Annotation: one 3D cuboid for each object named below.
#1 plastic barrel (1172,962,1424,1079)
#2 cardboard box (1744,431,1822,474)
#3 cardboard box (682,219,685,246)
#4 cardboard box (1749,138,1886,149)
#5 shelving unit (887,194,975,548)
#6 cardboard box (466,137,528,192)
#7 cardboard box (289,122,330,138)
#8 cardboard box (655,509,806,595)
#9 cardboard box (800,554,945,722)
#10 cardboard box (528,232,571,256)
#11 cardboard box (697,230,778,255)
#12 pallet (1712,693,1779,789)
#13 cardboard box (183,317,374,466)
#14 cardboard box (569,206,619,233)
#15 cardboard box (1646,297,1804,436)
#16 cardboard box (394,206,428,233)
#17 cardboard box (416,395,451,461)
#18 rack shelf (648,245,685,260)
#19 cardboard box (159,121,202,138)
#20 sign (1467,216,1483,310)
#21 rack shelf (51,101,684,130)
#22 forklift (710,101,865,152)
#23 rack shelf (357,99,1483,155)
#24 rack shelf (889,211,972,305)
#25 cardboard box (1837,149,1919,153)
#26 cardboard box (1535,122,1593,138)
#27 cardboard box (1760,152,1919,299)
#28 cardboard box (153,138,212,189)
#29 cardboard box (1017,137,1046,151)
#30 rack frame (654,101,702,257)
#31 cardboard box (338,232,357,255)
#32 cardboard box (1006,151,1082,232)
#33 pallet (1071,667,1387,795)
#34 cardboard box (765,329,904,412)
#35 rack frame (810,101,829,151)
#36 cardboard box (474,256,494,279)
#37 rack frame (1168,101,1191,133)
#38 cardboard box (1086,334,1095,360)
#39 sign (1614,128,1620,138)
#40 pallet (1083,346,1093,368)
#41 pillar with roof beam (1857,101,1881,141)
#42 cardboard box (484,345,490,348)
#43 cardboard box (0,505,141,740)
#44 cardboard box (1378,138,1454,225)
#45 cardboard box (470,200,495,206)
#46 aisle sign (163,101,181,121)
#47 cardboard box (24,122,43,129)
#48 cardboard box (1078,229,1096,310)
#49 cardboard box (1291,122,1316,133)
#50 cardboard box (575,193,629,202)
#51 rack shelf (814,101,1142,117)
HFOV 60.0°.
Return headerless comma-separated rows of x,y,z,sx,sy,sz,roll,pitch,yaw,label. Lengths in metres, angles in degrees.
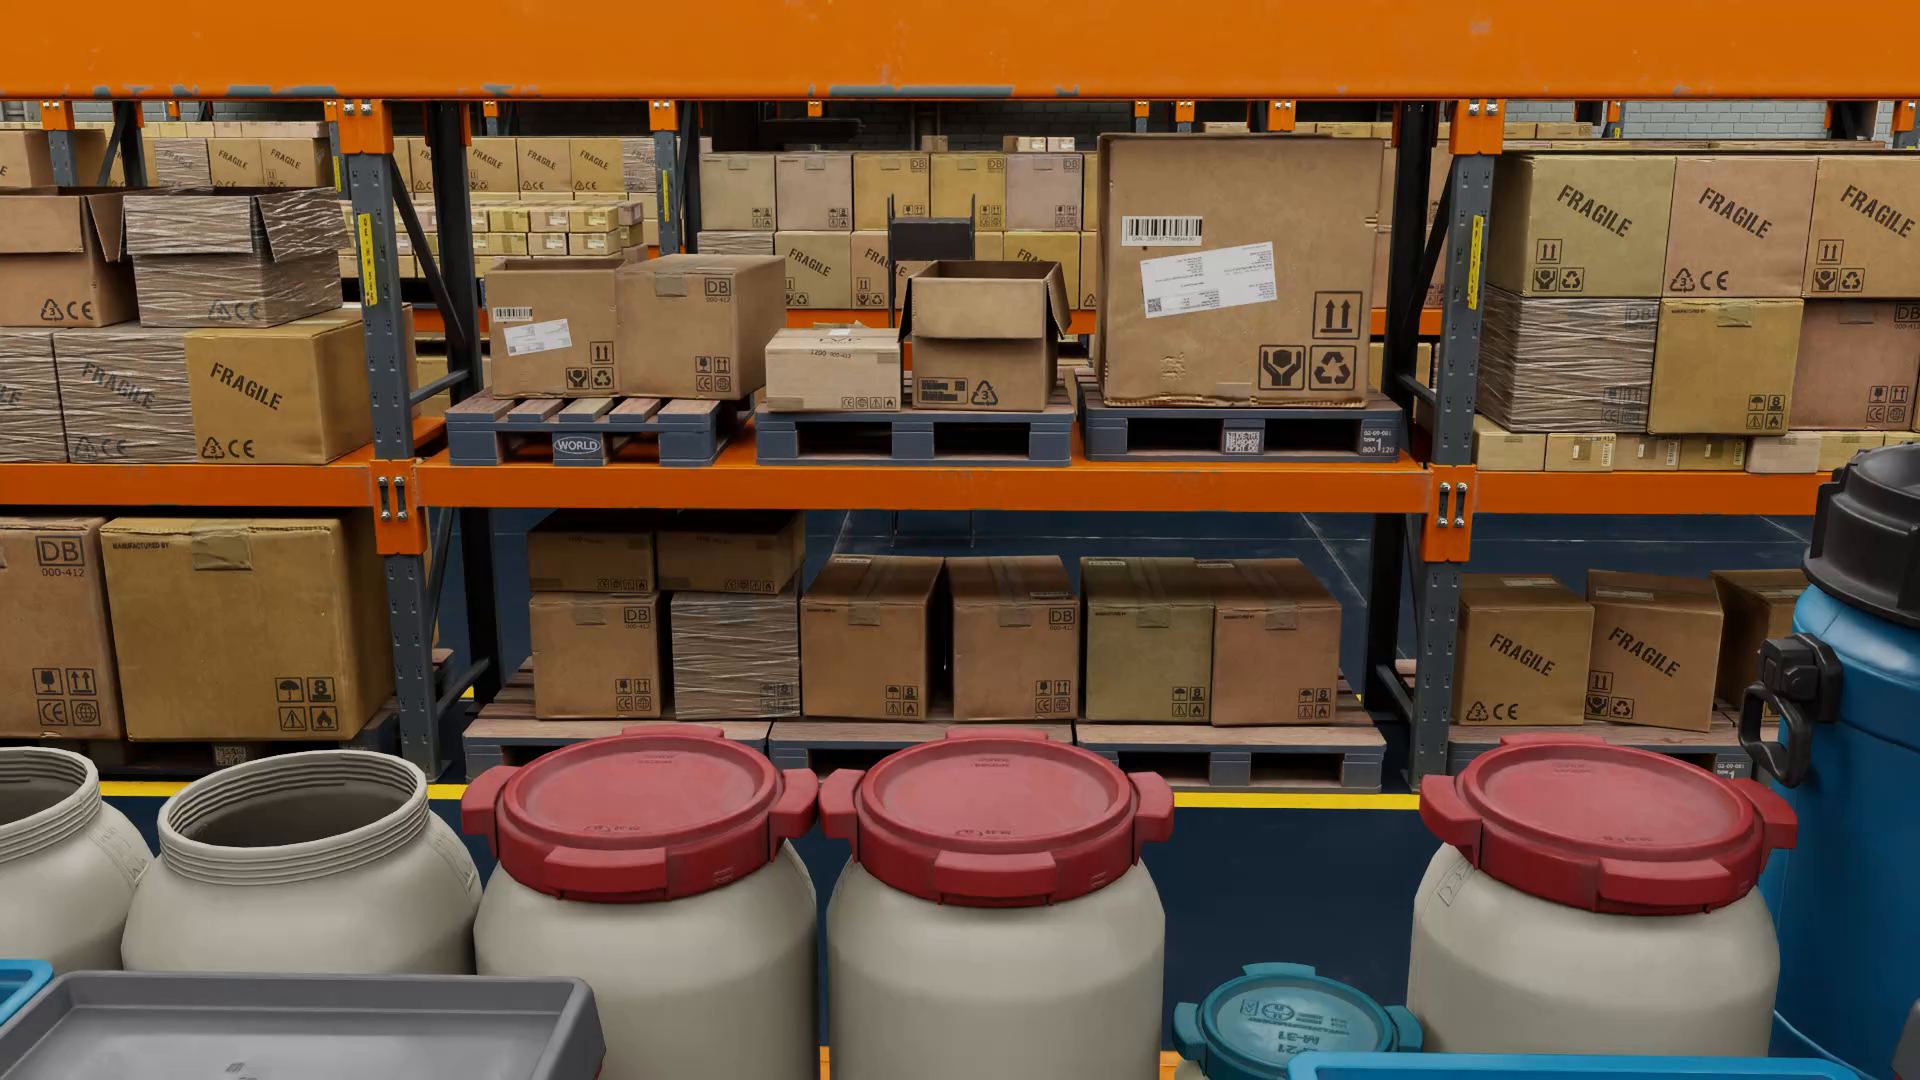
0.409,0.707,2.050,0.301,0.262,0.301,0,15,0,plastic barrel
3.061,-0.365,6.334,0.250,0.149,0.380,0,15,1,cardboard box
-2.403,-2.993,16.098,0.500,0.250,0.500,0,15,-1,cardboard box
5.711,-2.420,11.222,0.550,0.550,0.875,0,15,1,cardboard box
-0.165,-1.016,10.076,0.503,2.100,0.431,0,15,1,shelving unit
-4.447,-3.610,15.986,0.500,0.500,0.500,0,15,0,cardboard box
-6.206,-3.921,15.893,0.250,0.149,0.380,0,15,0,cardboard box
-0.943,0.030,6.914,0.500,0.250,0.500,2,15,8,cardboard box
-0.352,0.396,6.995,0.500,0.500,0.700,2,15,6,cardboard box
-2.689,-1.979,11.047,0.250,0.149,0.380,1,15,4,cardboard box
-1.475,-1.842,11.245,0.500,0.500,0.500,1,15,2,cardboard box
3.749,0.776,6.985,1.213,0.211,1.003,0,15,1,pallet
-2.644,-0.589,6.498,0.500,0.500,0.500,1,15,3,cardboard box
-2.418,-2.121,11.001,0.250,0.149,0.380,0,15,-1,cardboard box
2.802,-0.736,6.471,0.500,0.500,0.875,0,15,1,cardboard box
-3.711,-2.130,11.035,0.250,0.149,0.380,1,15,4,cardboard box
-3.629,-0.801,11.572,0.500,0.500,0.500,0,15,-1,cardboard box
-3.890,-2.793,16.458,4.000,0.370,1.077,0,15,1,rack shelf
-7.482,-3.945,15.985,0.250,0.149,0.380,0,15,0,cardboard box
1.844,-0.993,5.955,0.005,0.325,0.100,0,15,1,sign
-3.916,-2.981,11.288,4.000,0.370,1.077,0,15,1,rack shelf
-1.270,-2.413,13.739,3.031,2.935,1.130,-1,15,-2,forklift
-0.145,-1.691,6.398,4.000,0.370,1.077,0,15,1,rack shelf
-0.165,-1.680,9.901,0.480,0.518,0.431,0,15,1,rack shelf
3.811,-1.307,6.676,0.500,0.500,0.500,0,15,1,cardboard box
5.590,-3.699,15.743,0.500,0.500,0.700,0,15,0,cardboard box
3.297,-1.177,6.180,0.500,0.500,0.500,0,15,1,cardboard box
-7.385,-3.625,16.044,0.500,0.500,0.500,1,15,2,cardboard box
0.676,-3.753,15.813,0.250,0.149,0.380,0,15,-1,cardboard box
-1.917,-1.865,11.530,0.127,3.000,1.000,0,15,1,rack frame
-3.970,-1.987,11.078,0.250,0.149,0.380,0,15,0,cardboard box
0.566,-2.379,11.321,0.500,0.500,0.700,0,15,2,cardboard box
1.076,0.769,7.013,1.213,0.211,1.003,0,15,1,pallet
-0.475,-0.662,6.440,0.500,0.250,0.500,0,15,0,cardboard box
-1.768,-4.394,21.115,0.127,3.000,1.000,0,15,1,rack frame
-3.176,-1.839,11.100,0.250,0.149,0.380,0,15,1,cardboard box
2.108,-3.102,16.218,0.127,3.000,1.000,0,15,1,rack frame
1.583,-2.037,16.510,0.625,0.372,0.950,1,15,2,cardboard box
6.072,-3.647,15.395,0.005,0.325,0.100,0,15,1,sign
1.329,-1.759,16.592,1.213,0.211,1.003,0,15,1,pallet
11.444,-6.340,16.731,0.400,9.000,9.100,0,15,1,pillar with roof beam
-3.107,-1.292,11.963,0.500,0.250,0.500,0,15,1,cardboard box
-3.725,0.206,7.022,0.875,0.875,1.225,0,15,2,cardboard box
3.003,-2.449,11.331,0.550,0.550,0.875,0,15,1,cardboard box
-3.423,-2.294,11.657,0.250,0.149,0.380,1,15,4,cardboard box
-9.841,-5.629,20.699,0.004,0.787,0.394,0,15,1,aisle sign
-8.756,-3.941,15.971,0.250,0.149,0.380,0,15,0,cardboard box
1.049,-1.826,11.185,0.500,0.500,0.500,0,15,1,cardboard box
3.052,-3.711,15.786,0.500,0.500,0.700,0,15,2,cardboard box
-3.407,-3.236,16.041,0.500,0.250,0.500,0,15,0,cardboard box
0.231,-5.484,20.775,4.000,0.370,1.077,0,15,1,rack shelf
